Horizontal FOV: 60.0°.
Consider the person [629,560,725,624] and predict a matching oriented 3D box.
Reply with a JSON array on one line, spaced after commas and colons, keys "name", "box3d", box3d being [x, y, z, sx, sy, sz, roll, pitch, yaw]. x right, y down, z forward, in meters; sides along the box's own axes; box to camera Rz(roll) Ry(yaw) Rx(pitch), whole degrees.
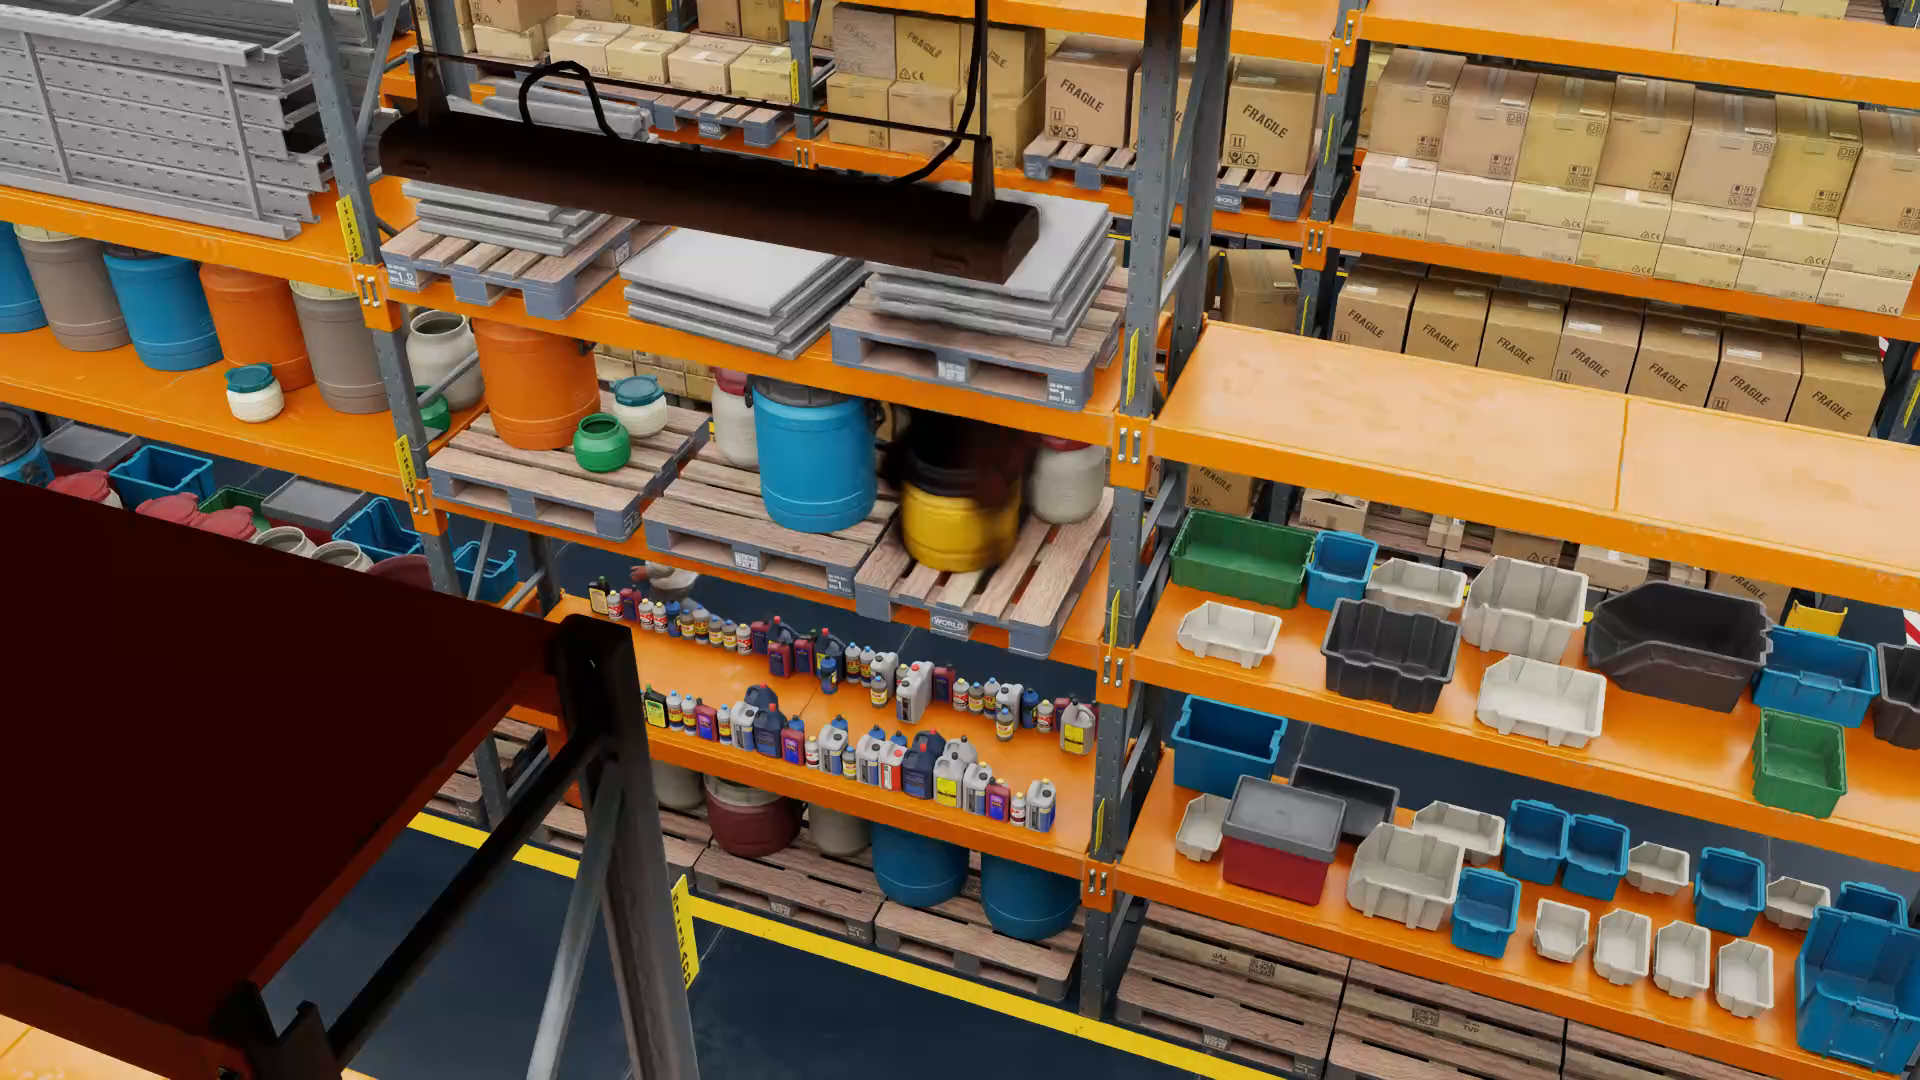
[{"name": "person", "box3d": [-1.976, 0.215, 11.650, 0.580, 1.727, 0.646, 9, 37, 11]}]
